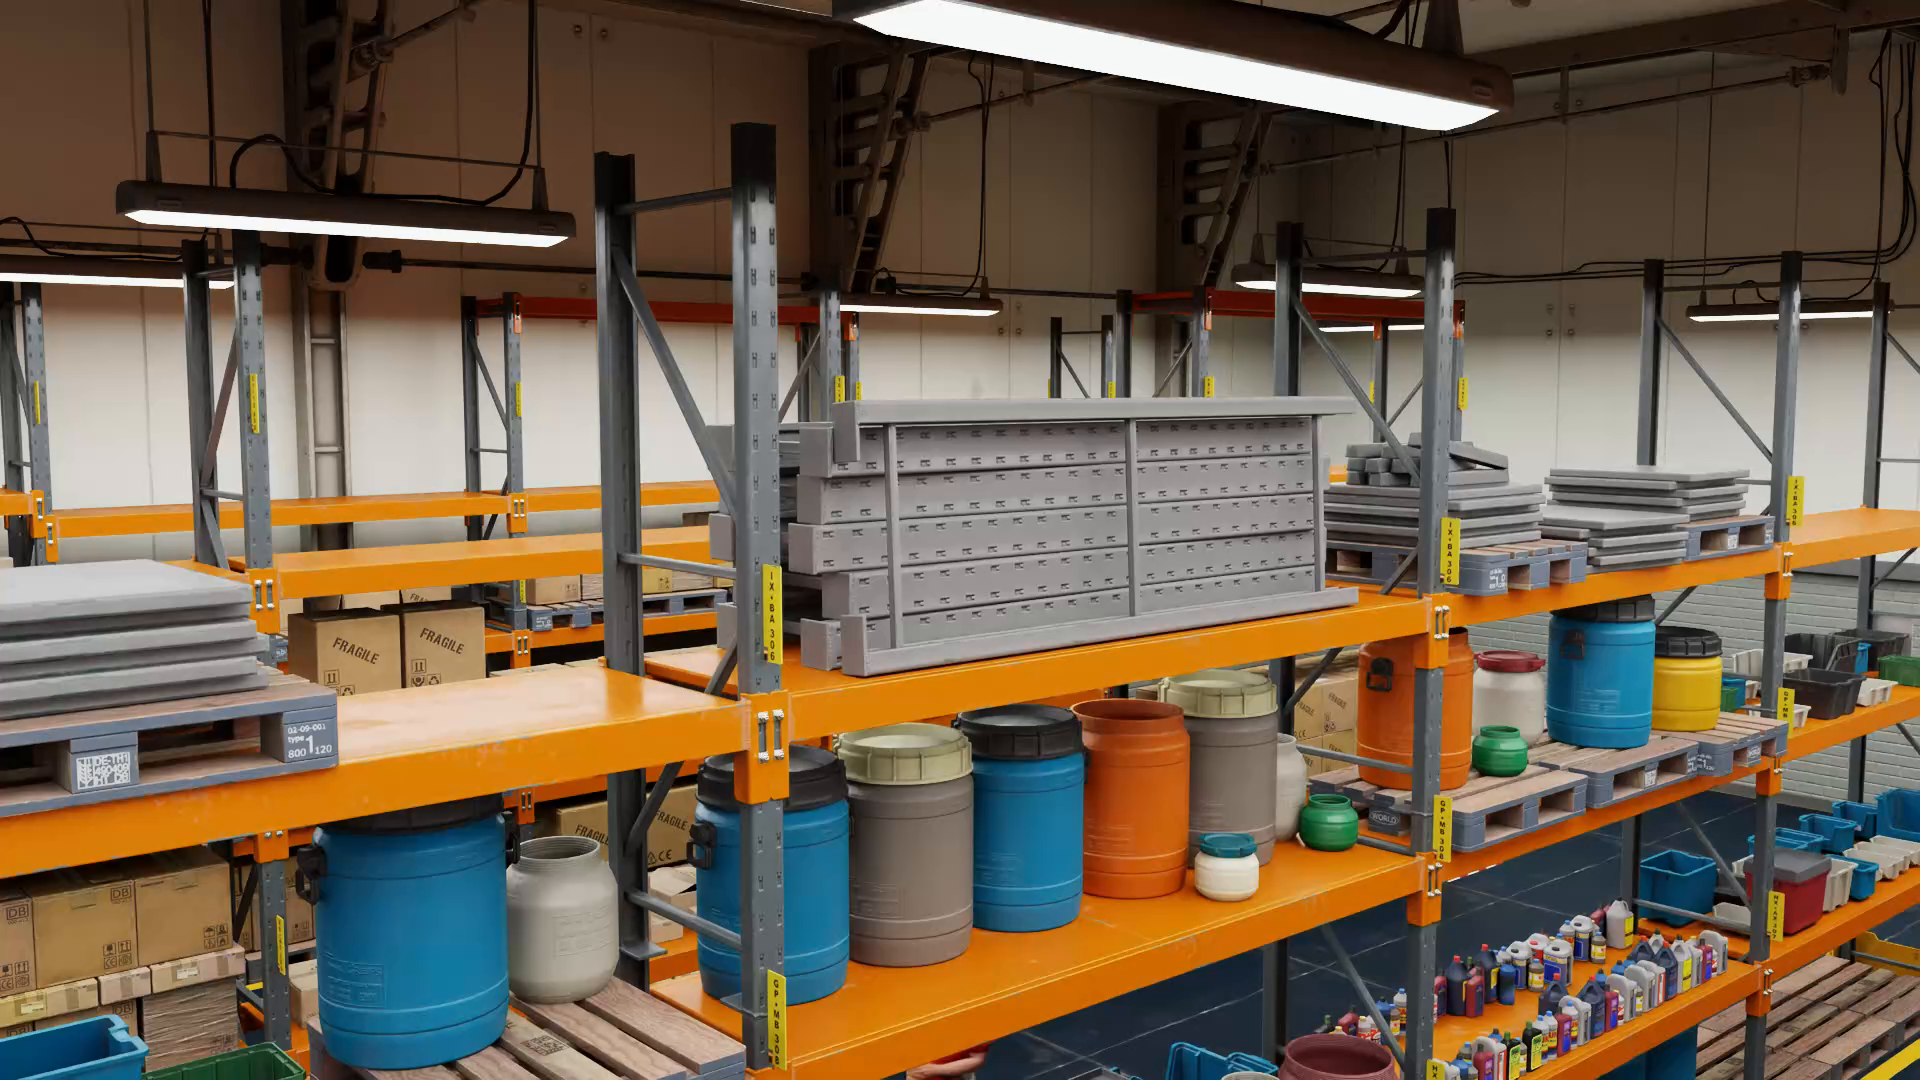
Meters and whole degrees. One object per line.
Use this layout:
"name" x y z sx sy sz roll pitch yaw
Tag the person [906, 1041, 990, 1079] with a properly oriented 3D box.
"person" -0.123 3.365 10.084 0.642 1.701 0.664 4 7 38
